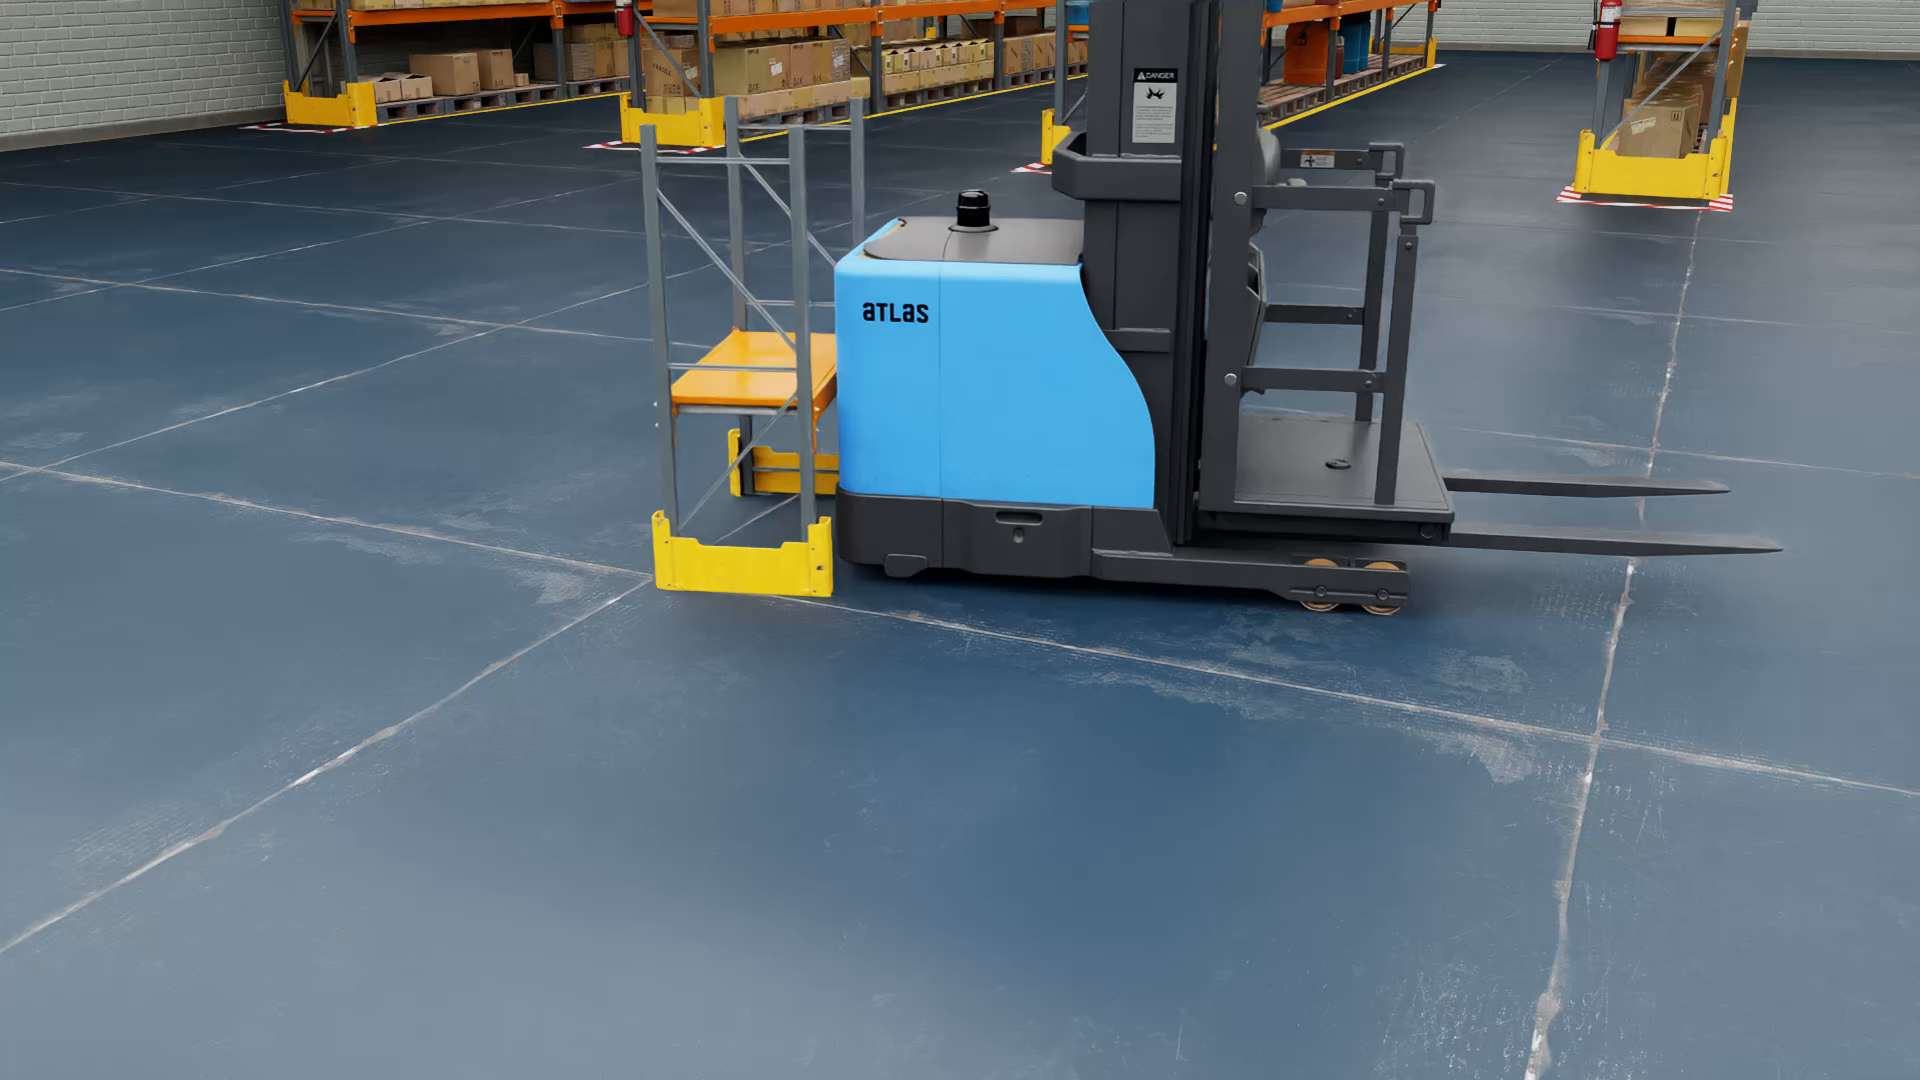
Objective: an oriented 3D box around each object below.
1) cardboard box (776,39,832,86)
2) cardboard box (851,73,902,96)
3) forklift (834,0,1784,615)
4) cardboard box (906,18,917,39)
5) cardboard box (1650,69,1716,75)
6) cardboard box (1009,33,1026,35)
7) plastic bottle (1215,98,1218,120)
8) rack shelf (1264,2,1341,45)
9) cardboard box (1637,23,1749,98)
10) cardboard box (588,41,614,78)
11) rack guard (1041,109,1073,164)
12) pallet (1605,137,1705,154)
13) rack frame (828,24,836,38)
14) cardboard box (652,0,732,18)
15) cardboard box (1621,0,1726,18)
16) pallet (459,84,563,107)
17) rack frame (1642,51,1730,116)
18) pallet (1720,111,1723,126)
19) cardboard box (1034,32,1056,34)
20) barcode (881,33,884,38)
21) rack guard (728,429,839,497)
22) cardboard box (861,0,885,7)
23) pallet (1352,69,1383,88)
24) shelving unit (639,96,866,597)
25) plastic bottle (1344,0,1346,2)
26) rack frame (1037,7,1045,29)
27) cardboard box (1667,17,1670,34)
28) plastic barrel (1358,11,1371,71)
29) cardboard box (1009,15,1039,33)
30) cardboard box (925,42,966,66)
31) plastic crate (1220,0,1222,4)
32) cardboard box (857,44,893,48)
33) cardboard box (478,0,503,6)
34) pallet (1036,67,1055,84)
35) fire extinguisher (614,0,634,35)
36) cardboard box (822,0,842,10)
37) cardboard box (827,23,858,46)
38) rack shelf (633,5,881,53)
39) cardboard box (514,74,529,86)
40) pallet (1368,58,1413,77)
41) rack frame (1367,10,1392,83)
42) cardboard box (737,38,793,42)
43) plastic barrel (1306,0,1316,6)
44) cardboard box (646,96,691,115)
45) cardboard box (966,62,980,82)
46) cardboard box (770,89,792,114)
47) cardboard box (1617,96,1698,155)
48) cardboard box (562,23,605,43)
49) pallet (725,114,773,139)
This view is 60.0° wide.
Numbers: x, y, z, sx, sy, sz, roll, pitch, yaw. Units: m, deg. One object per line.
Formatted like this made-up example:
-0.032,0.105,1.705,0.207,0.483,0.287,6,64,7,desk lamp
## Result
-1.886,-5.761,20.048,0.500,0.500,0.500,9,21,23,cardboard box
-1.088,-5.973,21.764,0.500,0.250,0.500,8,21,21,cardboard box
1.147,-1.333,5.342,3.031,2.935,1.130,3,20,9,forklift
-1.282,-10.121,33.054,0.700,0.500,0.500,9,21,23,cardboard box
8.040,-4.978,18.565,0.700,0.500,0.500,8,21,22,cardboard box
0.749,-7.871,26.699,0.500,0.500,0.500,8,21,21,cardboard box
2.756,-4.782,18.345,0.152,0.276,0.135,9,21,24,plastic bottle
3.857,-6.573,21.048,1.077,0.370,4.000,9,21,23,rack shelf
9.496,-6.249,21.606,1.225,0.875,0.875,8,21,20,cardboard box
-5.548,-7.082,24.478,0.700,0.500,0.500,8,21,22,cardboard box
1.388,-3.930,16.272,1.175,0.500,0.348,9,21,23,rack guard
6.816,-3.723,16.121,1.003,0.211,1.213,9,21,23,pallet
-2.724,-10.105,29.907,1.000,3.000,0.127,9,21,23,rack frame
-2.914,-5.947,18.064,0.700,0.500,0.500,9,21,23,cardboard box
6.169,-4.750,14.255,0.875,0.500,0.500,9,21,23,cardboard box
-6.243,-6.136,22.907,1.003,0.211,1.213,9,21,23,pallet
9.195,-6.844,20.736,1.000,3.000,0.127,9,21,23,rack frame
8.373,-4.920,19.487,1.003,0.211,1.213,9,21,23,pallet
1.440,-7.963,26.957,0.500,0.500,0.500,9,21,23,cardboard box
-0.995,-6.484,21.366,0.001,0.075,0.075,9,21,23,barcode
-0.596,-0.288,6.405,0.587,0.250,0.087,2,20,6,rack guard
-1.318,-7.067,21.588,0.500,0.250,0.500,10,22,26,cardboard box
5.960,-7.202,25.905,1.003,0.211,1.213,9,21,23,pallet
-0.655,-0.711,5.730,0.587,1.500,1.083,2,20,6,shelving unit
5.338,-7.694,23.312,0.152,0.276,0.135,9,21,23,plastic bottle
1.797,-9.427,27.999,1.000,3.000,0.127,9,21,23,rack frame
5.950,-4.472,14.440,0.380,0.149,0.250,9,21,23,cardboard box
6.076,-7.791,25.905,0.600,0.901,0.708,9,21,23,plastic barrel
0.967,-8.390,27.037,0.500,0.250,0.500,9,21,23,cardboard box
-0.247,-6.863,23.430,0.500,0.311,0.500,8,21,22,cardboard box
2.833,-5.855,18.177,0.499,0.251,0.616,9,21,23,plastic crate
-1.161,-6.623,22.755,0.500,0.311,0.500,8,21,23,cardboard box
-6.321,-7.105,21.665,0.500,0.250,0.500,8,21,22,cardboard box
1.000,-7.485,26.700,1.003,0.211,1.213,9,21,23,pallet
-3.589,-5.750,17.775,0.296,0.674,0.183,9,21,23,fire extinguisher
-1.865,-6.730,20.266,0.700,0.500,0.500,8,21,22,cardboard box
-2.324,-9.340,30.859,0.700,0.500,0.500,9,21,23,cardboard box
-2.298,-6.031,19.524,1.077,0.370,4.000,9,21,23,rack shelf
-6.192,-6.365,22.960,0.380,0.166,0.250,6,20,16,cardboard box
7.078,-8.037,28.252,1.003,0.211,1.213,9,21,23,pallet
6.314,-8.746,26.085,1.000,3.000,0.127,9,21,23,rack frame
-2.364,-5.832,20.250,0.500,0.500,0.500,9,21,23,cardboard box
4.450,-7.232,21.661,0.421,0.512,0.421,0,20,0,plastic barrel
-3.167,-4.865,18.650,0.500,0.250,0.500,9,21,23,cardboard box
-0.042,-6.754,23.961,0.500,0.250,0.500,8,21,22,cardboard box
-2.288,-5.100,19.311,0.500,0.250,0.500,9,21,23,cardboard box
6.403,-3.794,15.265,0.500,0.500,0.500,15,25,37,cardboard box
-5.537,-7.405,24.269,0.500,0.250,0.500,8,21,22,cardboard box
-2.842,-4.684,18.825,1.003,0.211,1.213,9,21,23,pallet
